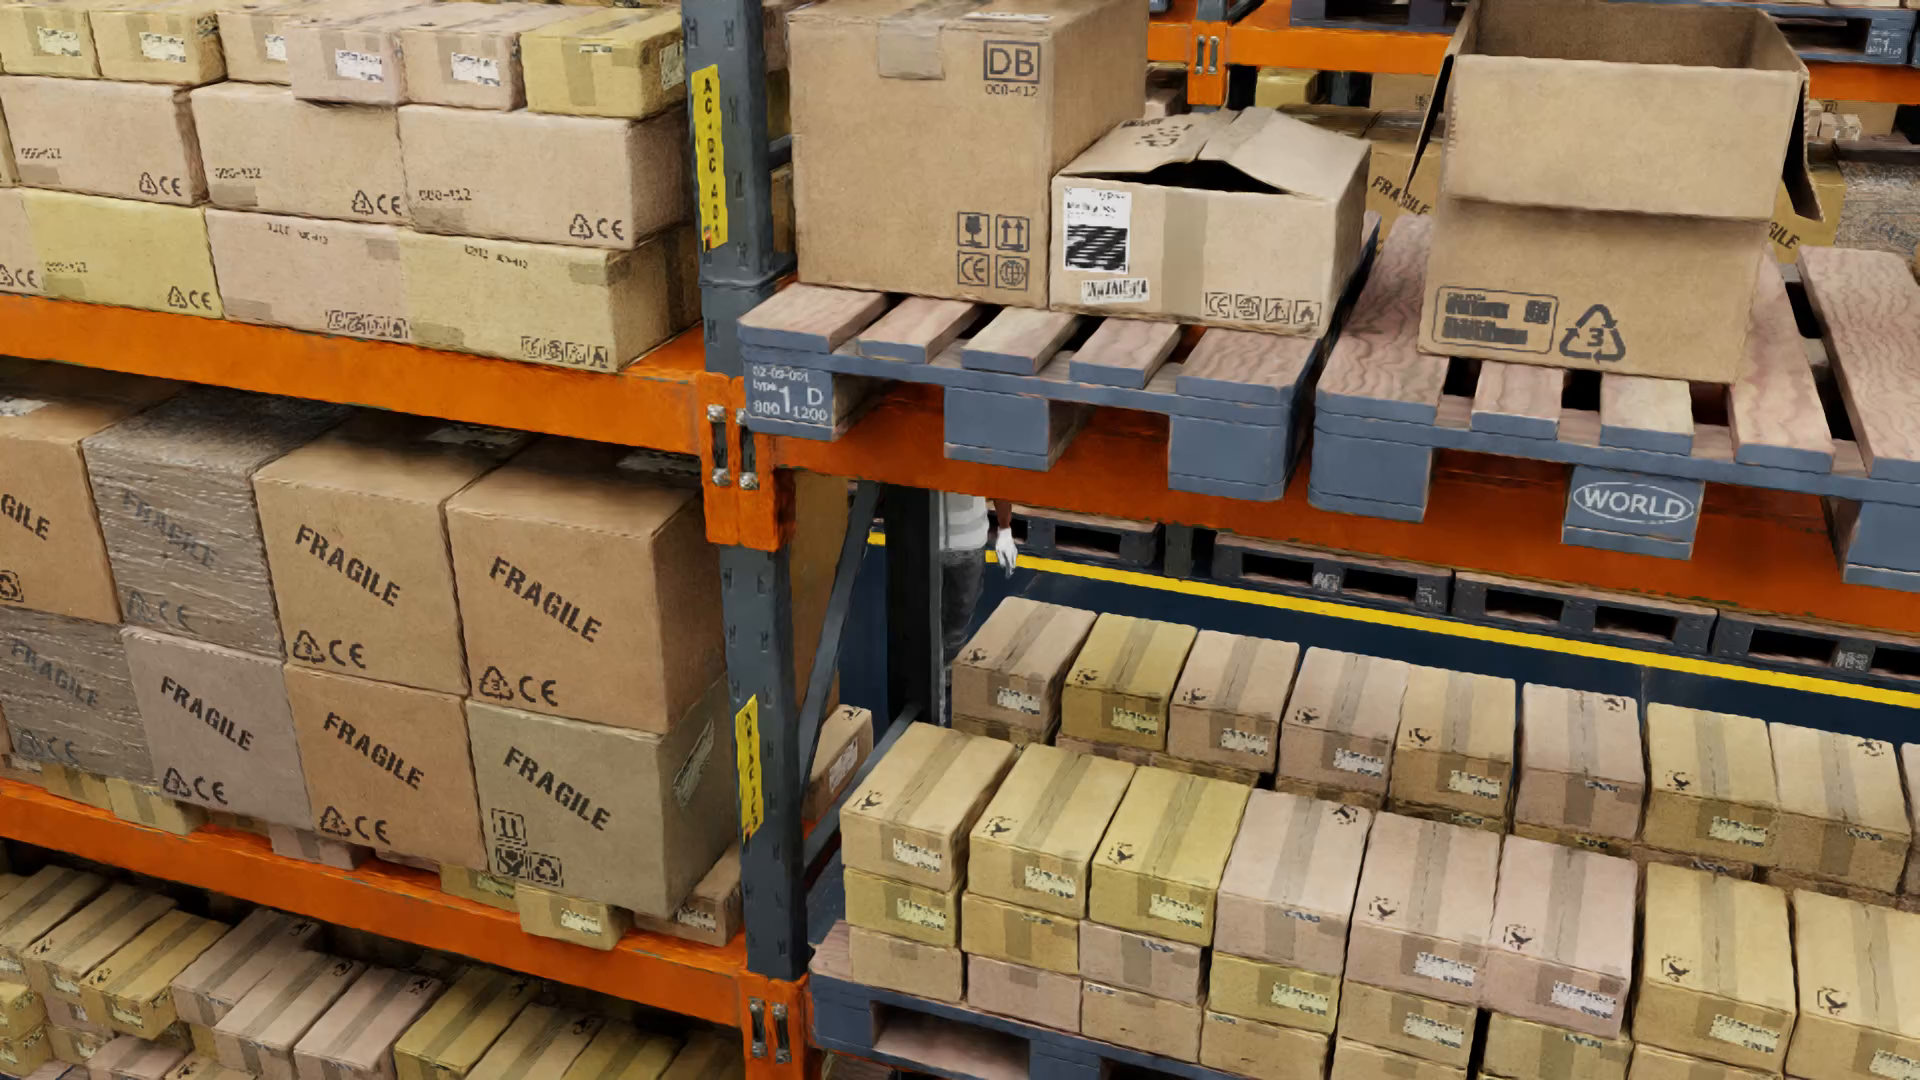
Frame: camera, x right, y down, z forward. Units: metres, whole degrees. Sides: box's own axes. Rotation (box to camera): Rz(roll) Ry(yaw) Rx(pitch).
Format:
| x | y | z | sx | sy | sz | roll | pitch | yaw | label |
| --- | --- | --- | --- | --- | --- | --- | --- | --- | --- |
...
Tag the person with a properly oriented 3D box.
| x | y | z | sx | sy | sz | roll | pitch | yaw | label |
| --- | --- | --- | --- | --- | --- | --- | --- | --- | --- |
| -0.119 | 0.004 | 7.074 | 0.706 | 1.781 | 0.659 | -6 | 26 | -13 | person |
